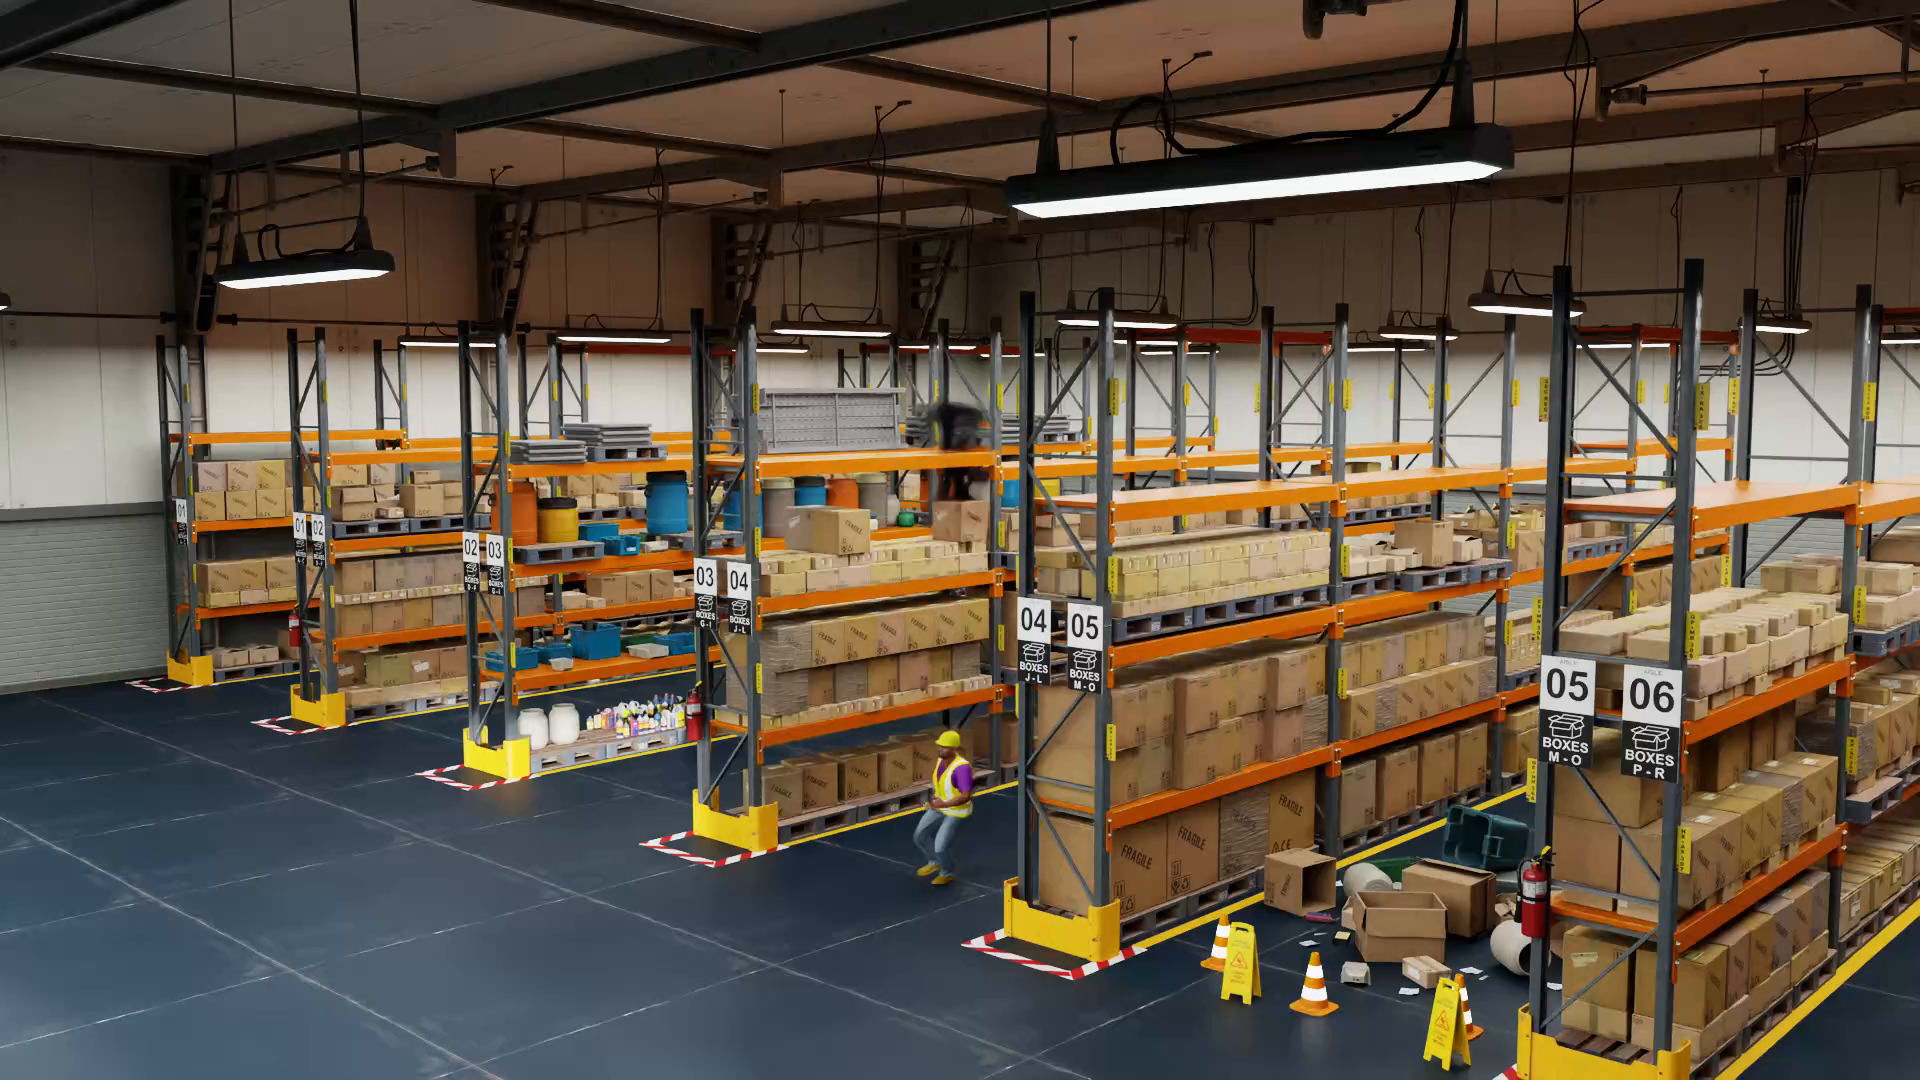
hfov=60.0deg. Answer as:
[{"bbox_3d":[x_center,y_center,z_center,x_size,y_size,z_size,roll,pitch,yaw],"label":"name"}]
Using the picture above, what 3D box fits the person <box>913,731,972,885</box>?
[{"bbox_3d":[-0.194,2.751,16.991,0.668,1.659,0.890,-5,7,-42],"label":"person"}]
